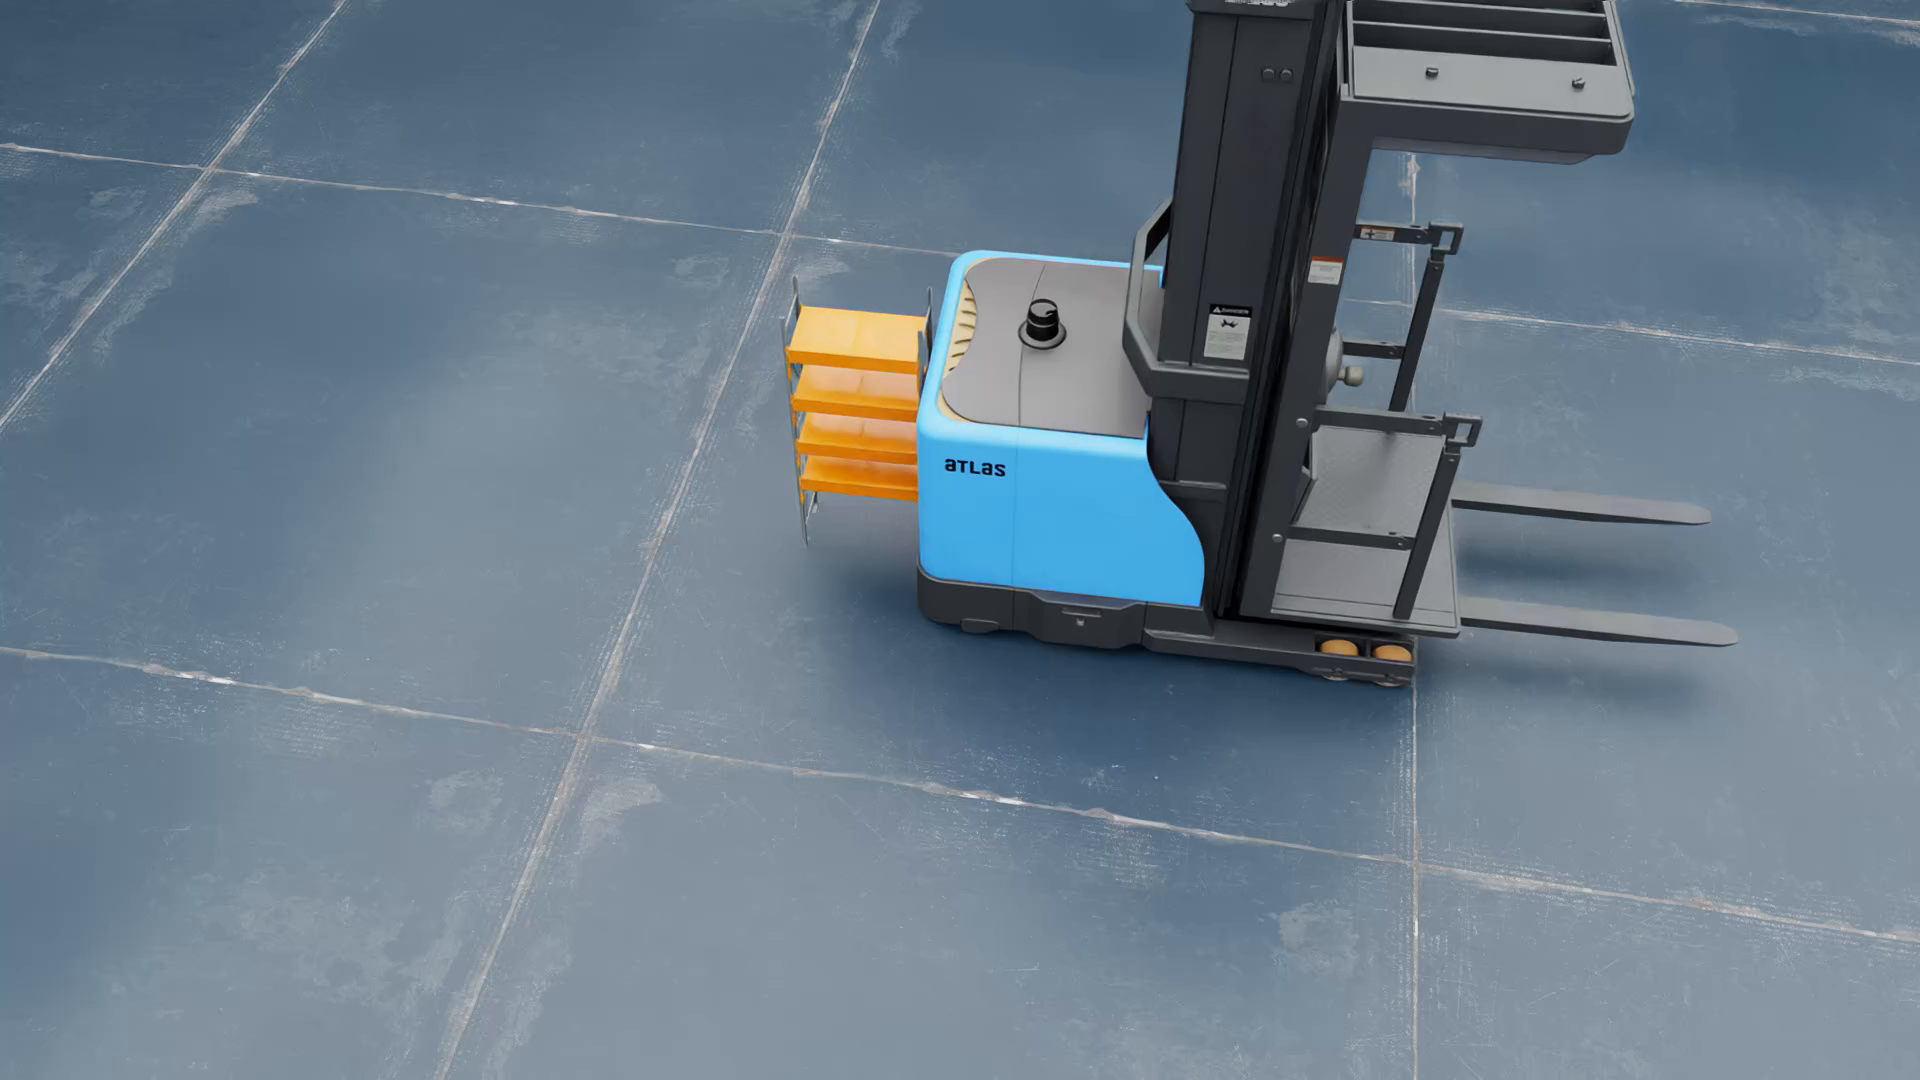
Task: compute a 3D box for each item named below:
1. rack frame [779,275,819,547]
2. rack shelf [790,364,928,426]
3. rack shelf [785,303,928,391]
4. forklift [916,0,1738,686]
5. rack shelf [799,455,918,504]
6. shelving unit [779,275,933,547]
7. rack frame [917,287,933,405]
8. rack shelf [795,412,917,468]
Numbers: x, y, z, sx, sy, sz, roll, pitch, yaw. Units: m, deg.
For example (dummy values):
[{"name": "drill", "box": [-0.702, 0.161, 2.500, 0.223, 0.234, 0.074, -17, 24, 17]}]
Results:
[{"name": "rack frame", "box": [-0.607, -0.462, 6.330, 0.015, 1.200, 0.240, 6, 48, 5]}, {"name": "rack shelf", "box": [-0.365, -0.541, 6.191, 0.480, 0.148, 0.258, 6, 48, 5]}, {"name": "rack shelf", "box": [-0.365, -0.699, 6.015, 0.480, 0.148, 0.258, 6, 48, 5]}, {"name": "forklift", "box": [1.396, -0.857, 5.521, 3.031, 2.935, 1.130, 6, 48, 5]}, {"name": "rack shelf", "box": [-0.365, -0.259, 6.505, 0.480, 0.148, 0.258, 6, 48, 5]}, {"name": "shelving unit", "box": [-0.365, -0.436, 6.307, 0.503, 1.200, 0.258, 6, 48, 5]}, {"name": "rack frame", "box": [-0.124, -0.411, 6.285, 0.015, 1.200, 0.240, 6, 48, 5]}, {"name": "rack shelf", "box": [-0.365, -0.391, 6.358, 0.480, 0.148, 0.258, 6, 48, 5]}]
